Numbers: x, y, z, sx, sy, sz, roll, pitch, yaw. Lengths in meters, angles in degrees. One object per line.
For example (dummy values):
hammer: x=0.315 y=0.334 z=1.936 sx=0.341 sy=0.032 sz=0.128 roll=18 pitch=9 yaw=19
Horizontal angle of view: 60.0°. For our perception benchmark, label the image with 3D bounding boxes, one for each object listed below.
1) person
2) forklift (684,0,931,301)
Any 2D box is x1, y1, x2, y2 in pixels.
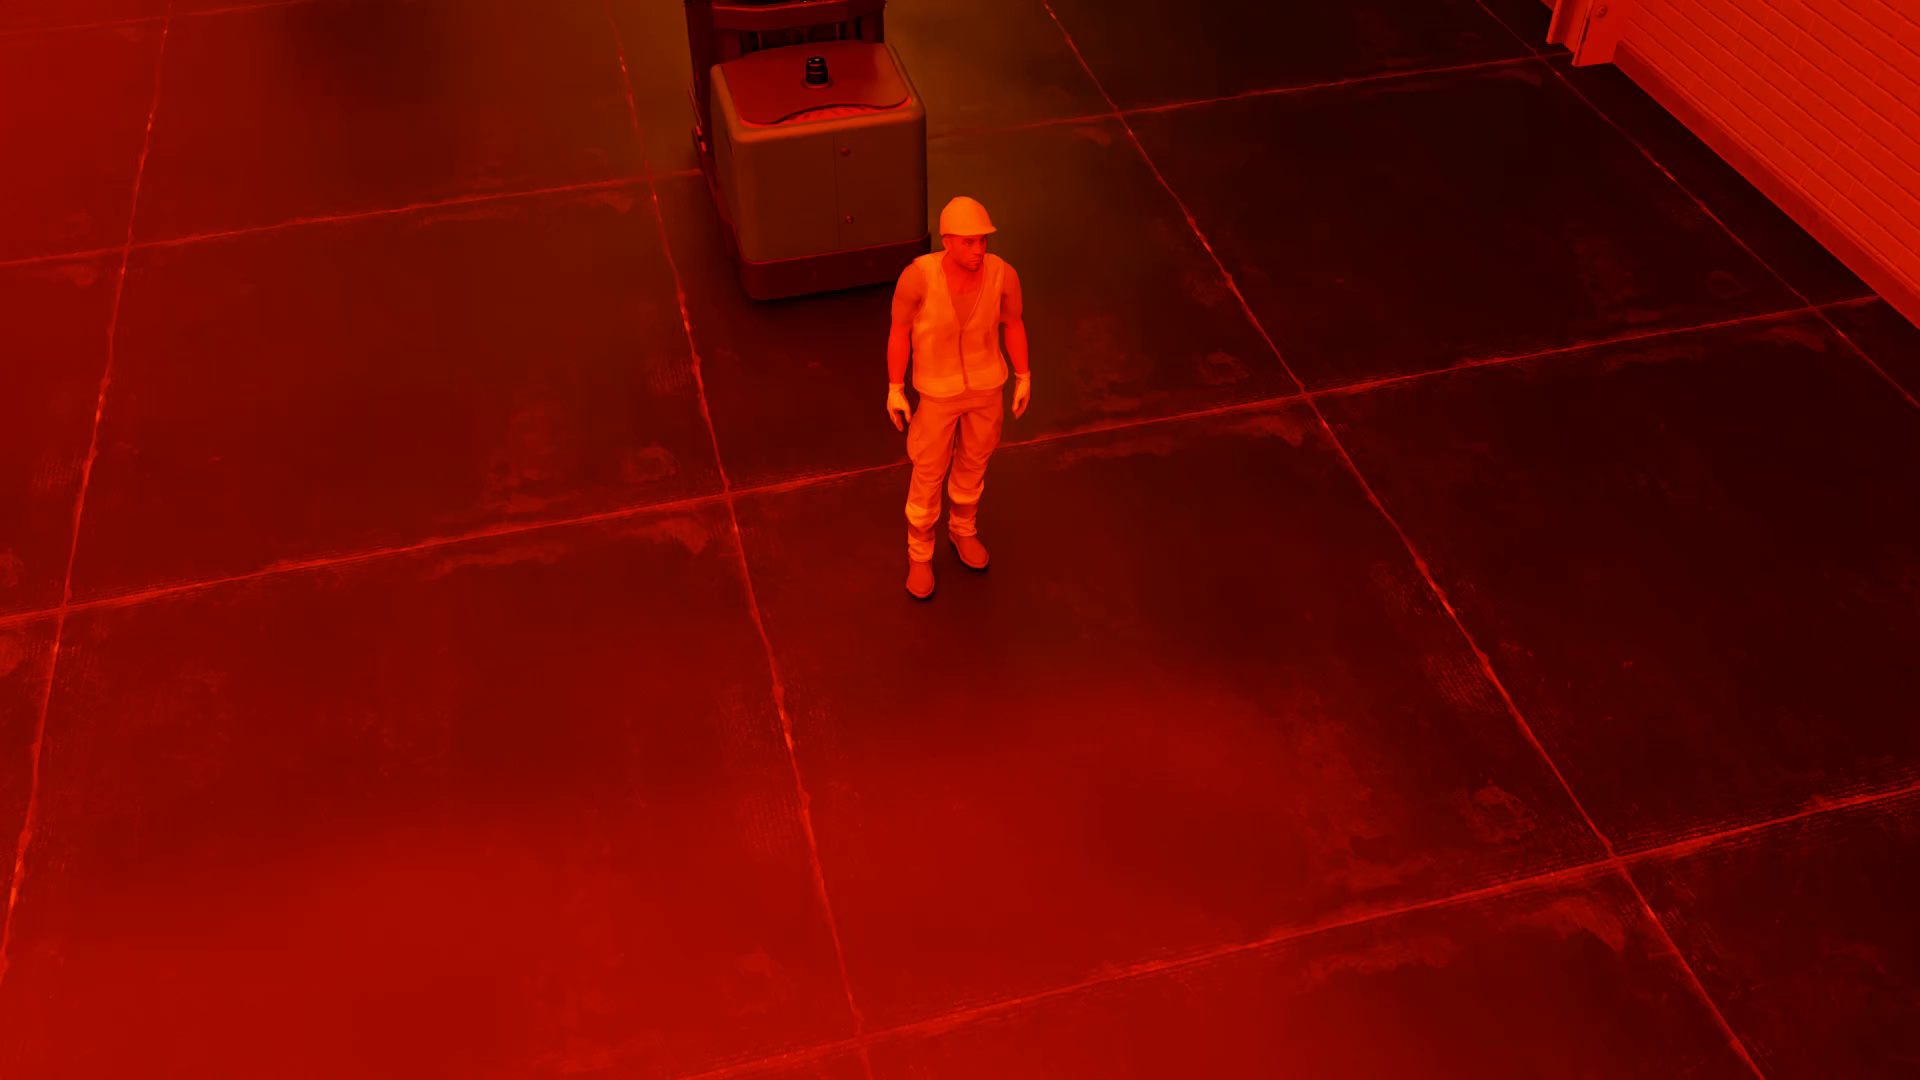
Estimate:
person: x=0.009 y=-0.600 z=7.100 sx=0.637 sy=1.790 sz=0.562 roll=-10 pitch=44 yaw=-11
forklift: x=-1.036 y=-3.397 z=9.240 sx=1.130 sy=2.935 sz=3.031 roll=-10 pitch=44 yaw=-11
